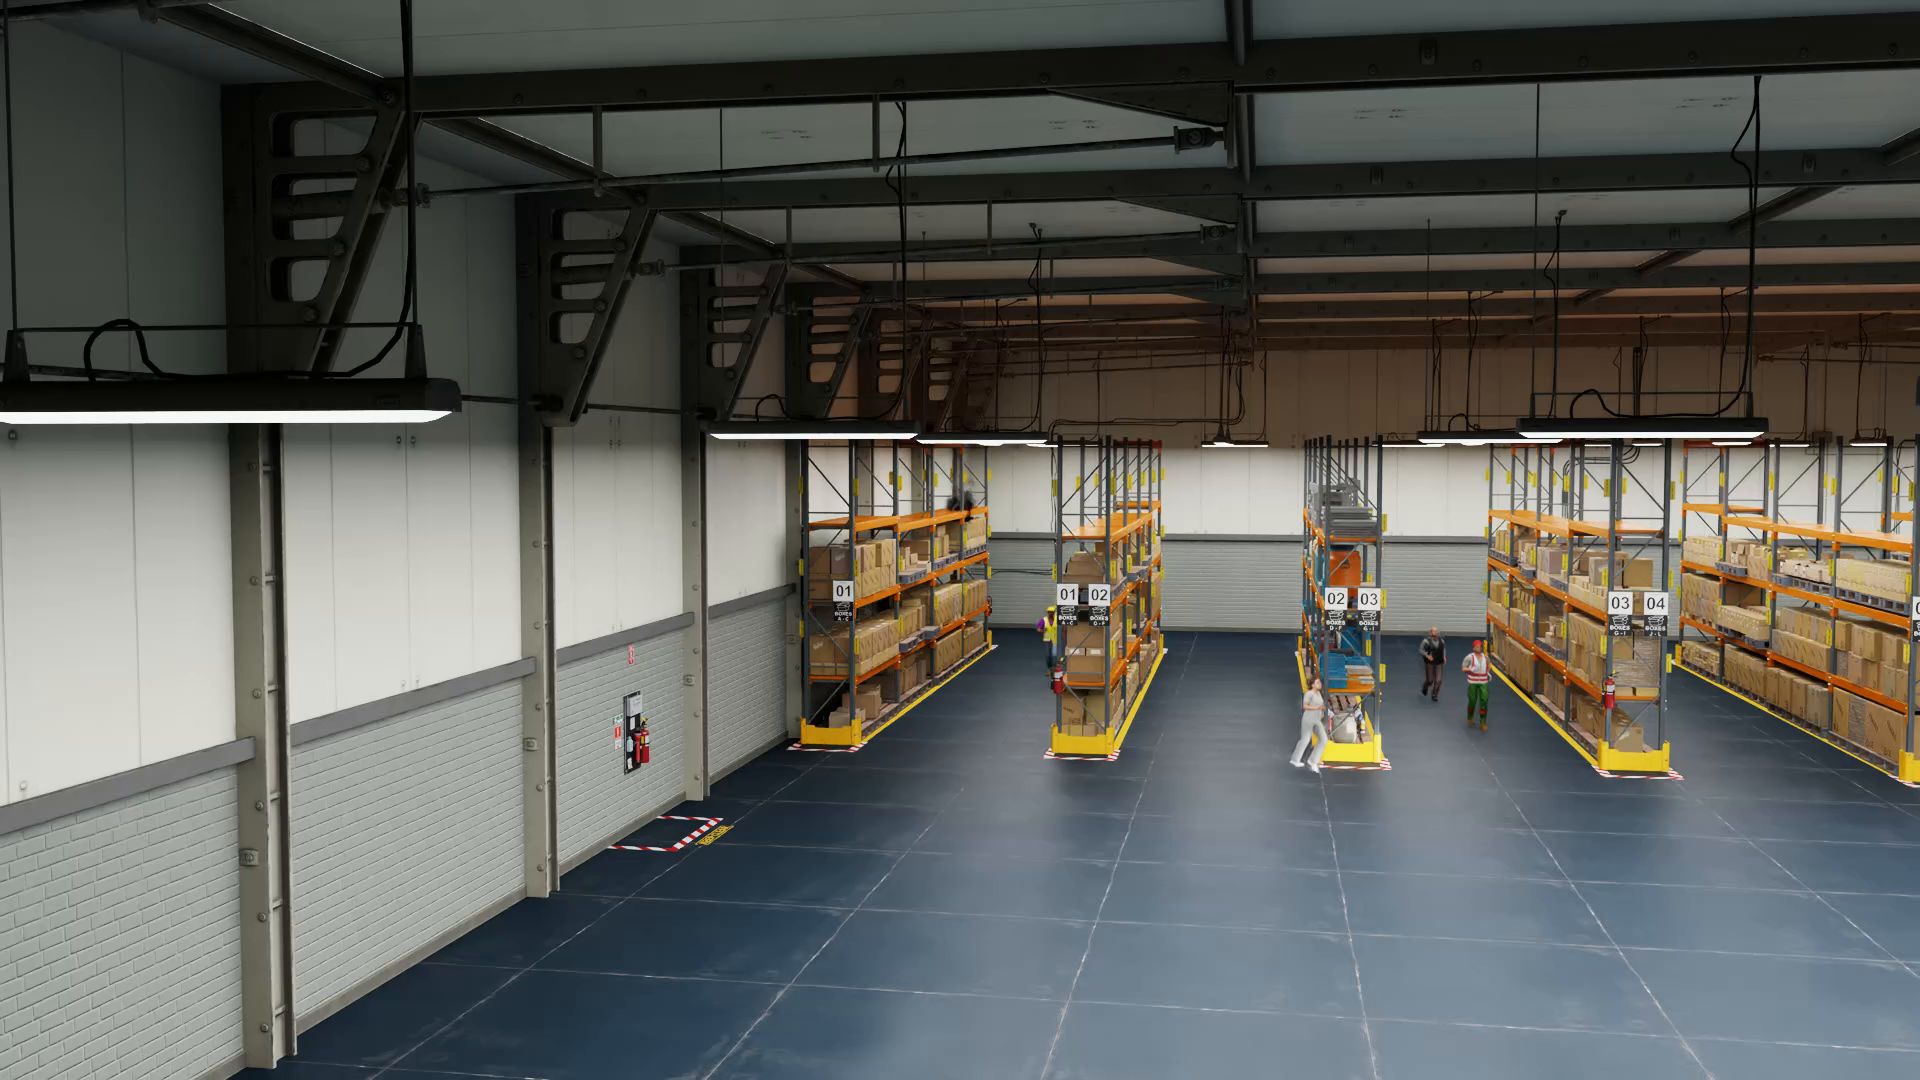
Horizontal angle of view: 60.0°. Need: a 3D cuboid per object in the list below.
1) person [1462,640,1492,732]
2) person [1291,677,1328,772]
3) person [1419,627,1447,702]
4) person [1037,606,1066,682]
[{"bbox_3d":[10.607,2.960,34.090,0.636,1.821,0.843,0,3,3],"label":"person"},{"bbox_3d":[6.313,3.290,29.776,0.567,1.708,0.714,-2,4,-37],"label":"person"},{"bbox_3d":[10.815,2.826,37.987,0.660,1.681,0.658,0,3,-4],"label":"person"},{"bbox_3d":[2.243,2.546,41.055,0.689,1.838,0.810,1,3,9],"label":"person"}]
